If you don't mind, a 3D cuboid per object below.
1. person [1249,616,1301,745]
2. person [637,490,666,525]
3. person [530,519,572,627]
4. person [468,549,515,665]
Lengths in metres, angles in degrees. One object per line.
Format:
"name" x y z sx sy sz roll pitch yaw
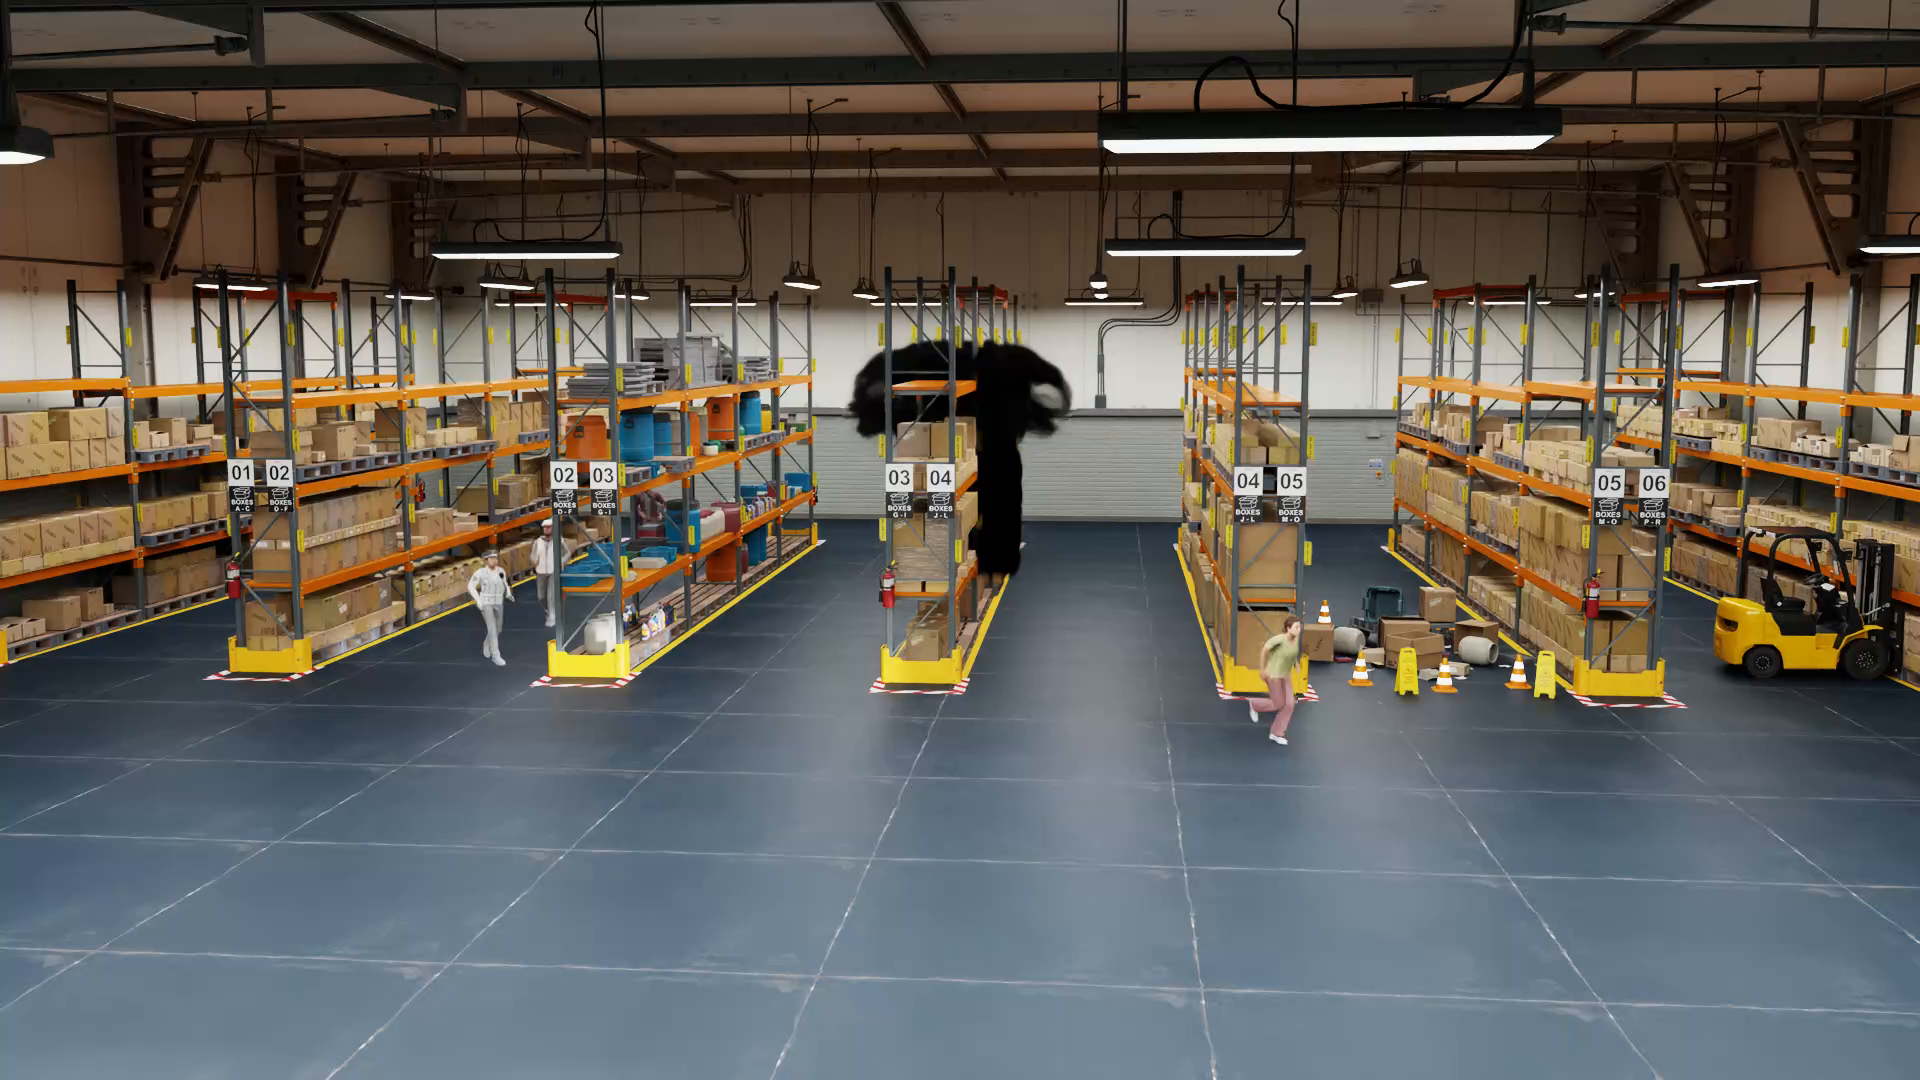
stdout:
"person" 3.940 1.719 20.777 0.576 1.612 0.777 -6 9 -41
"person" -7.162 -0.489 38.237 0.749 1.725 0.580 0 7 -1
"person" -6.748 0.535 27.360 0.669 1.753 0.697 0 7 2
"person" -6.860 0.958 24.287 0.603 1.682 0.679 -6 9 -42
